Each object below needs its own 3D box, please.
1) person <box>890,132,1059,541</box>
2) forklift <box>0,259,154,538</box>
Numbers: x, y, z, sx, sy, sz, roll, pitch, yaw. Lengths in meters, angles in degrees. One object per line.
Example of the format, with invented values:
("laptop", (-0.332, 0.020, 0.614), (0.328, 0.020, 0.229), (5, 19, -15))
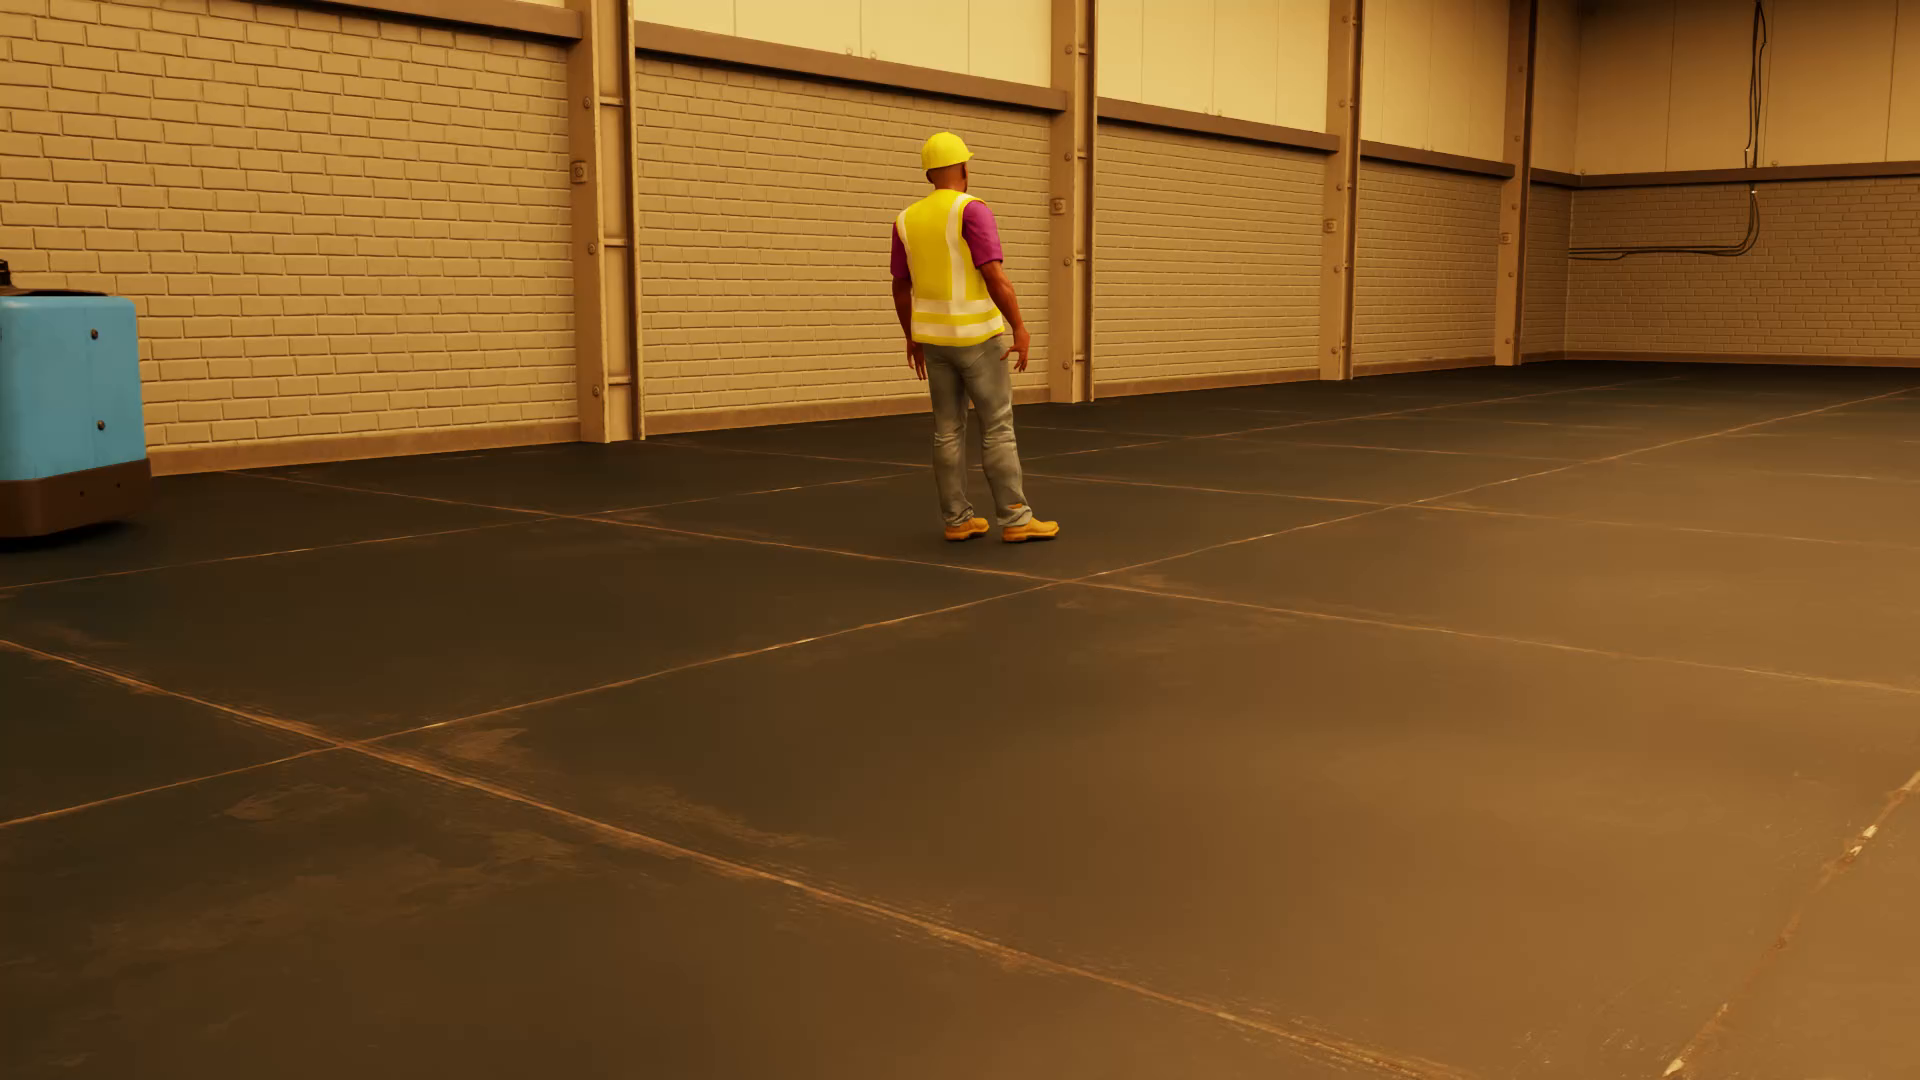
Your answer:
("person", (0.048, -0.888, 7.325), (0.665, 1.765, 0.577), (7, 11, 38))
("forklift", (-5.370, -1.471, 7.336), (3.031, 2.935, 1.130), (0, 8, 2))
